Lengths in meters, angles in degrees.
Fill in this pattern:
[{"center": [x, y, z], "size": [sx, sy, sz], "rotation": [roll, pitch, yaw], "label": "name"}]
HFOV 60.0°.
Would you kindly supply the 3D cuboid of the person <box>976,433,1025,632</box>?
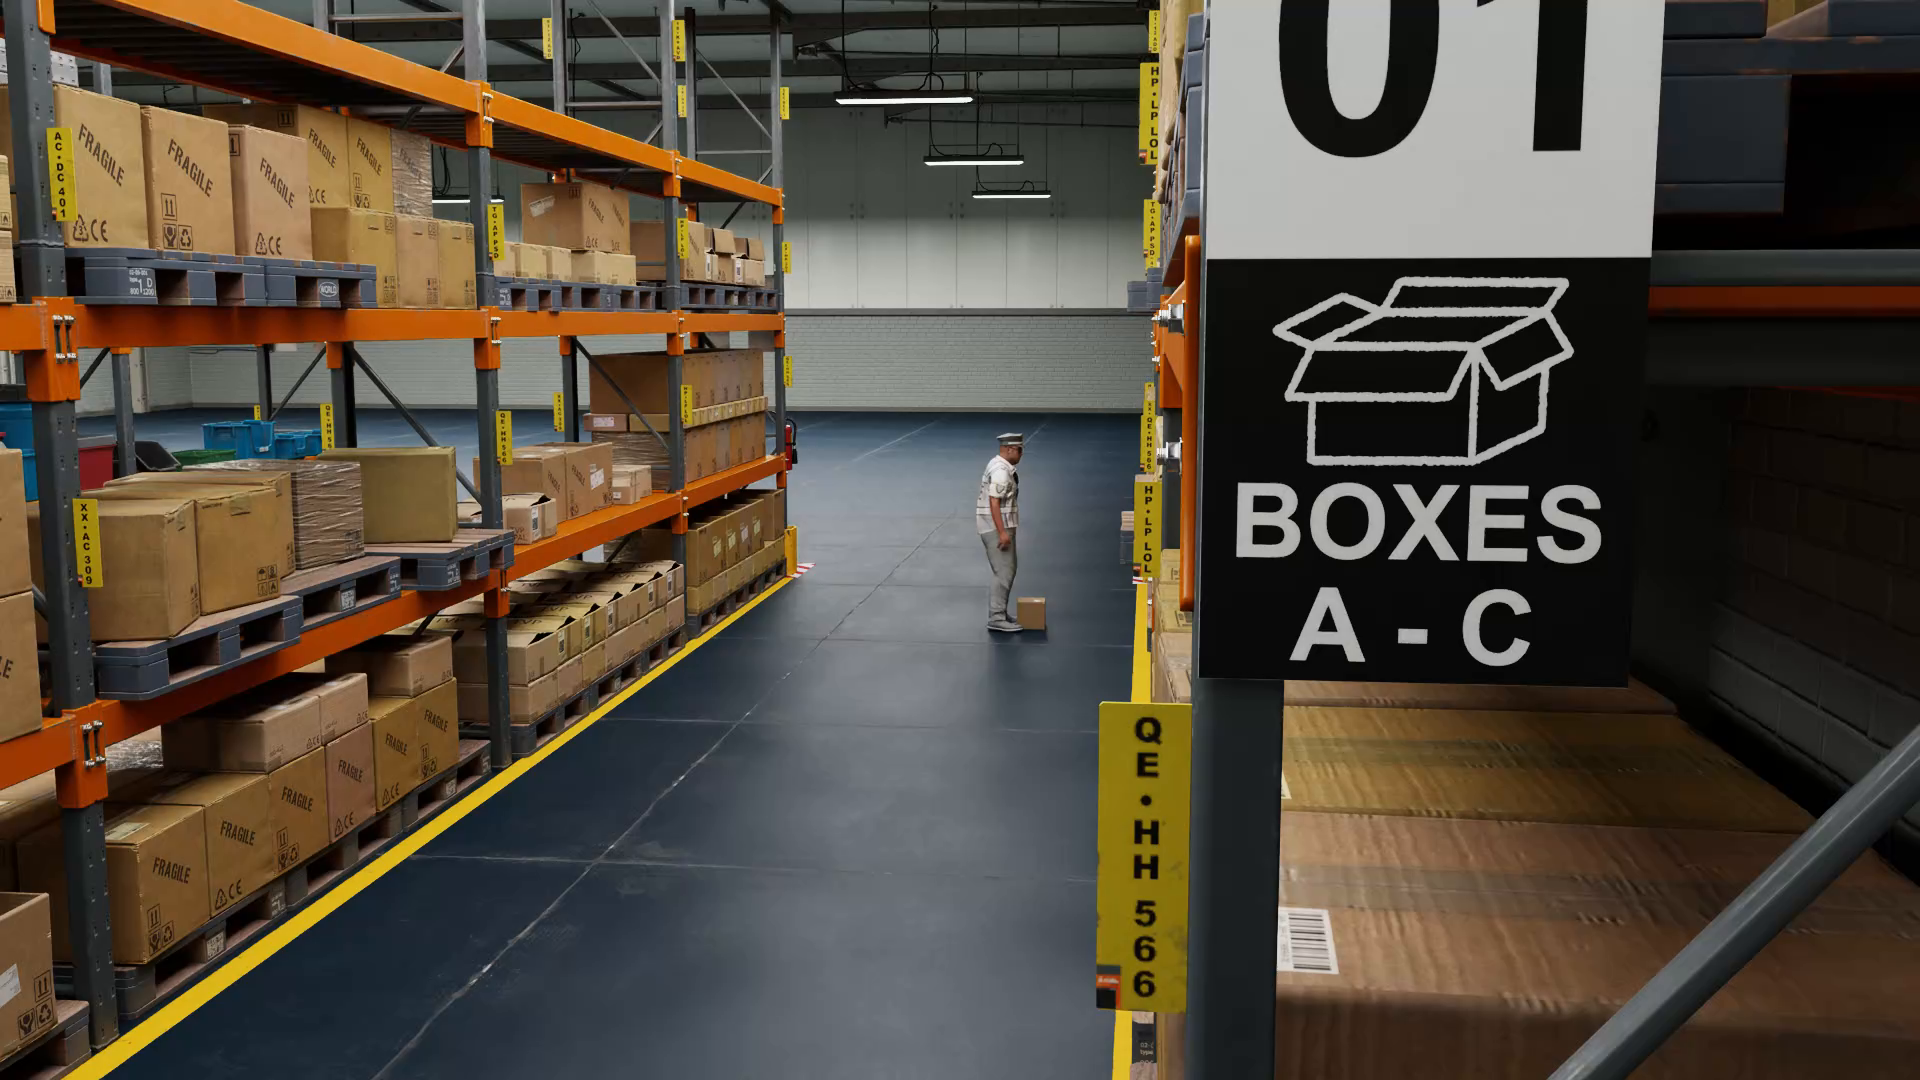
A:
[{"center": [0.367, -0.084, 14.893], "size": [0.439, 1.748, 0.586], "rotation": [1, 8, 7], "label": "person"}]
